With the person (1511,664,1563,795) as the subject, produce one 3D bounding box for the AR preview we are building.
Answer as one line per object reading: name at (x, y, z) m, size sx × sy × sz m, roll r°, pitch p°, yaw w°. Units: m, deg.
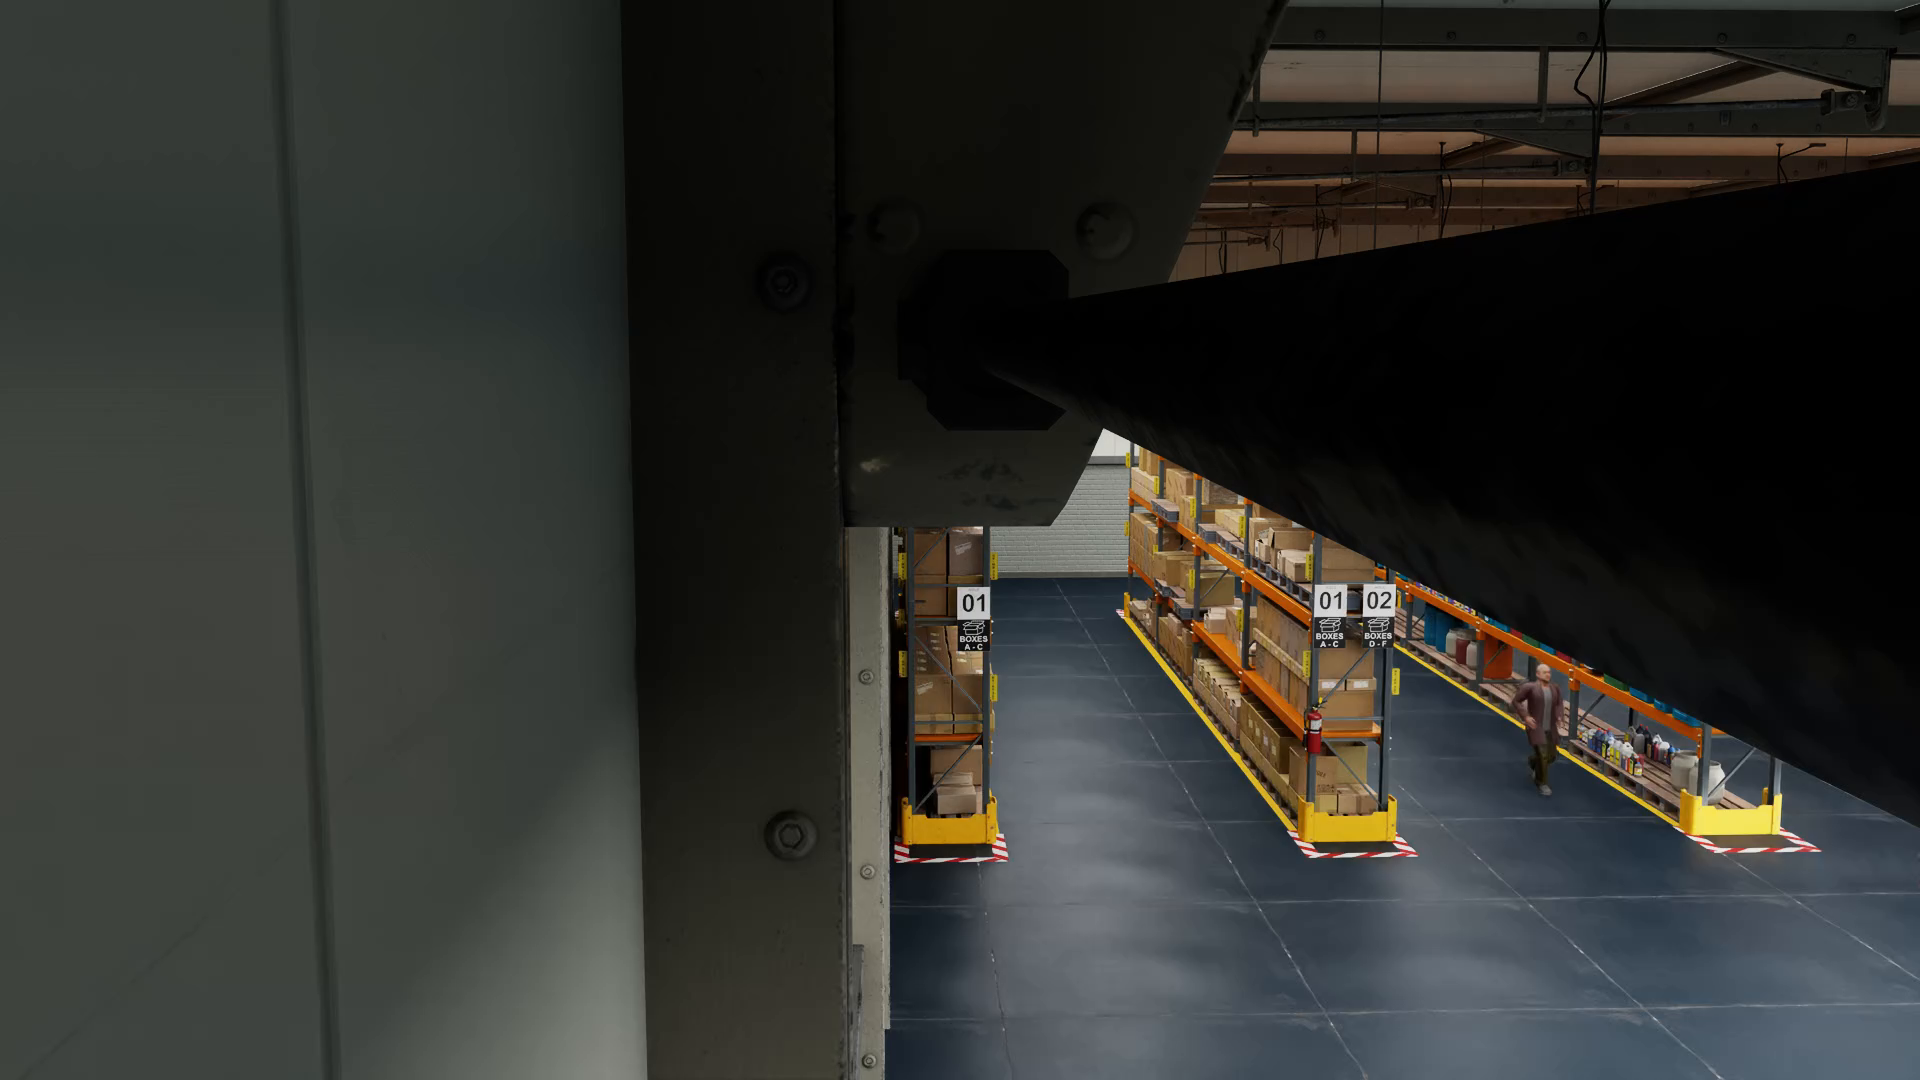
person at (7.910, 2.559, 22.767) m, size 0.739 × 1.757 × 0.732 m, roll -2°, pitch 7°, yaw -12°
